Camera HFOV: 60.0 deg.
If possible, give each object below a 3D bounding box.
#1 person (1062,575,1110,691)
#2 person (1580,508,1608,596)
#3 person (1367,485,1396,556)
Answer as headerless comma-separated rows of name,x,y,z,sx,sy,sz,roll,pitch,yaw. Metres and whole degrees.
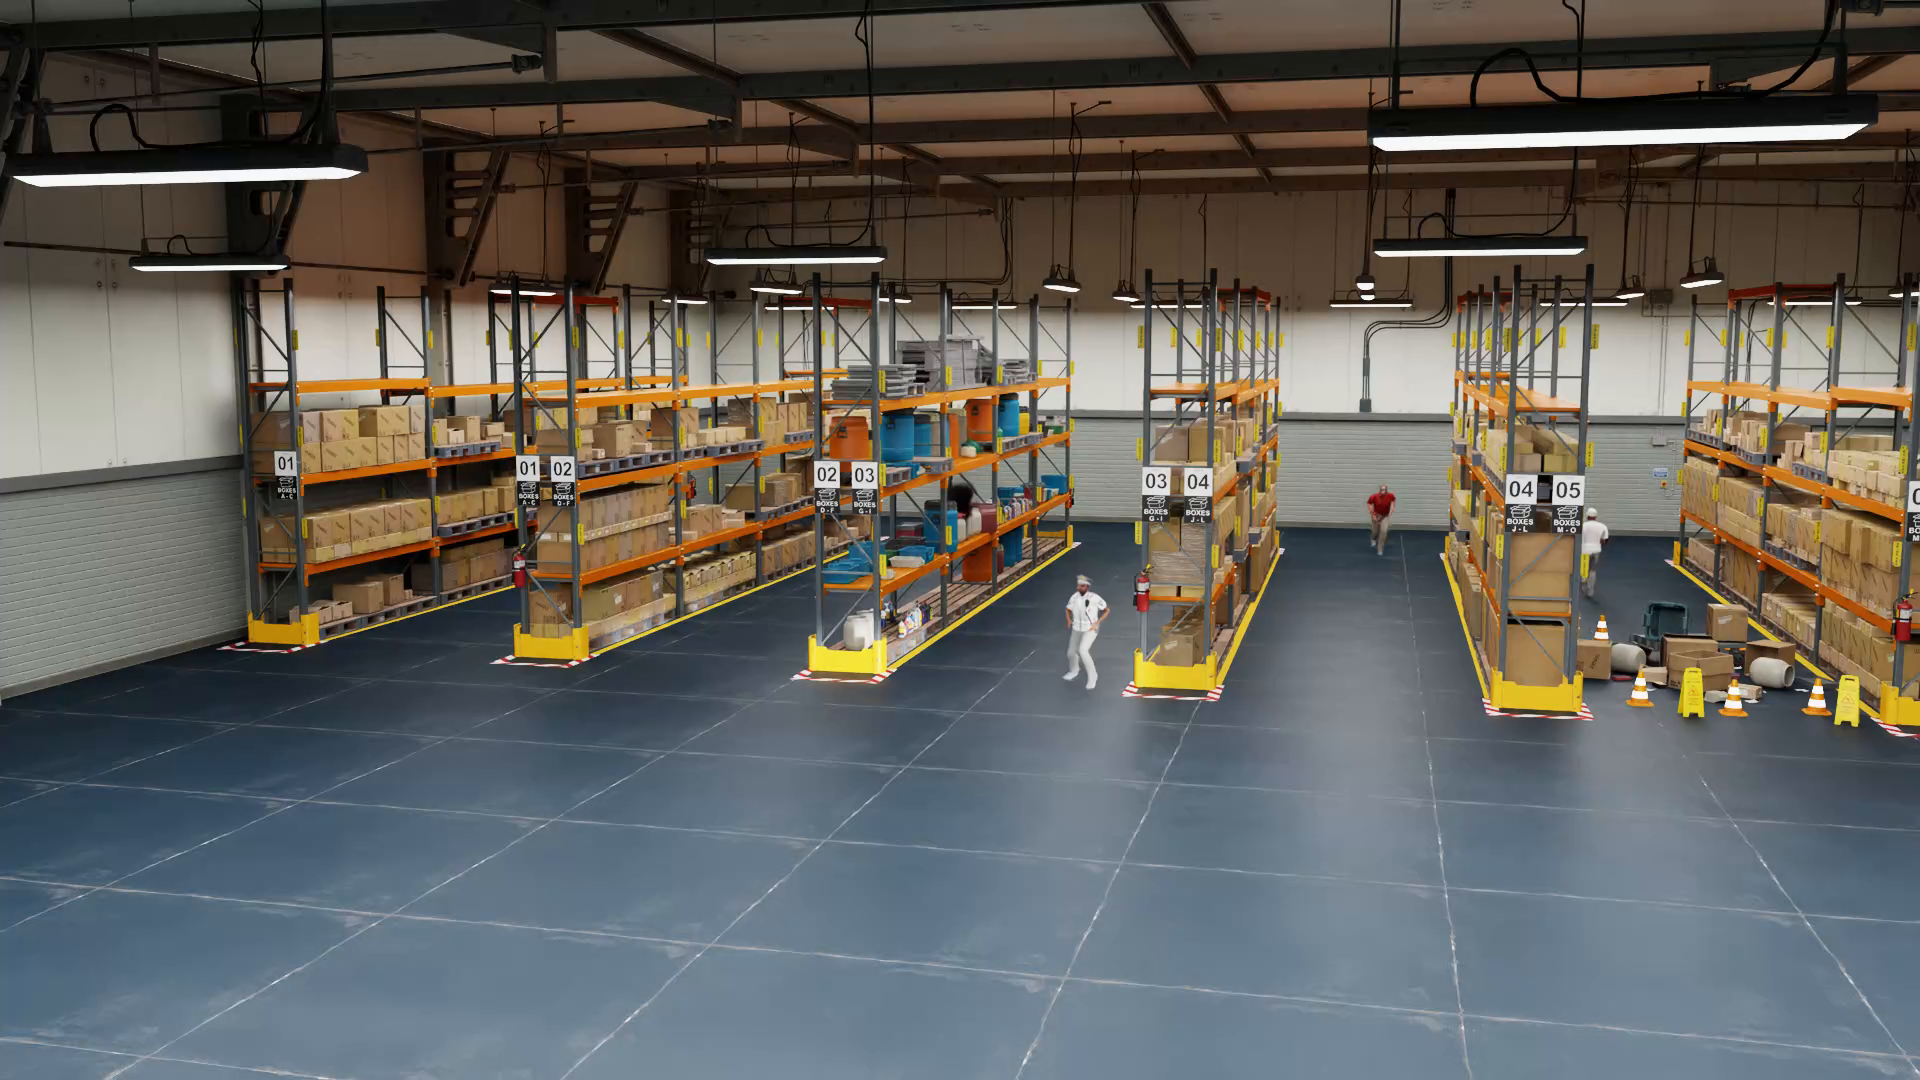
person,1.779,1.320,24.144,0.781,1.646,0.690,4,8,33
person,12.384,0.221,32.768,0.686,1.714,0.639,1,7,9
person,9.898,-0.492,39.265,0.655,1.676,0.968,0,7,-1
